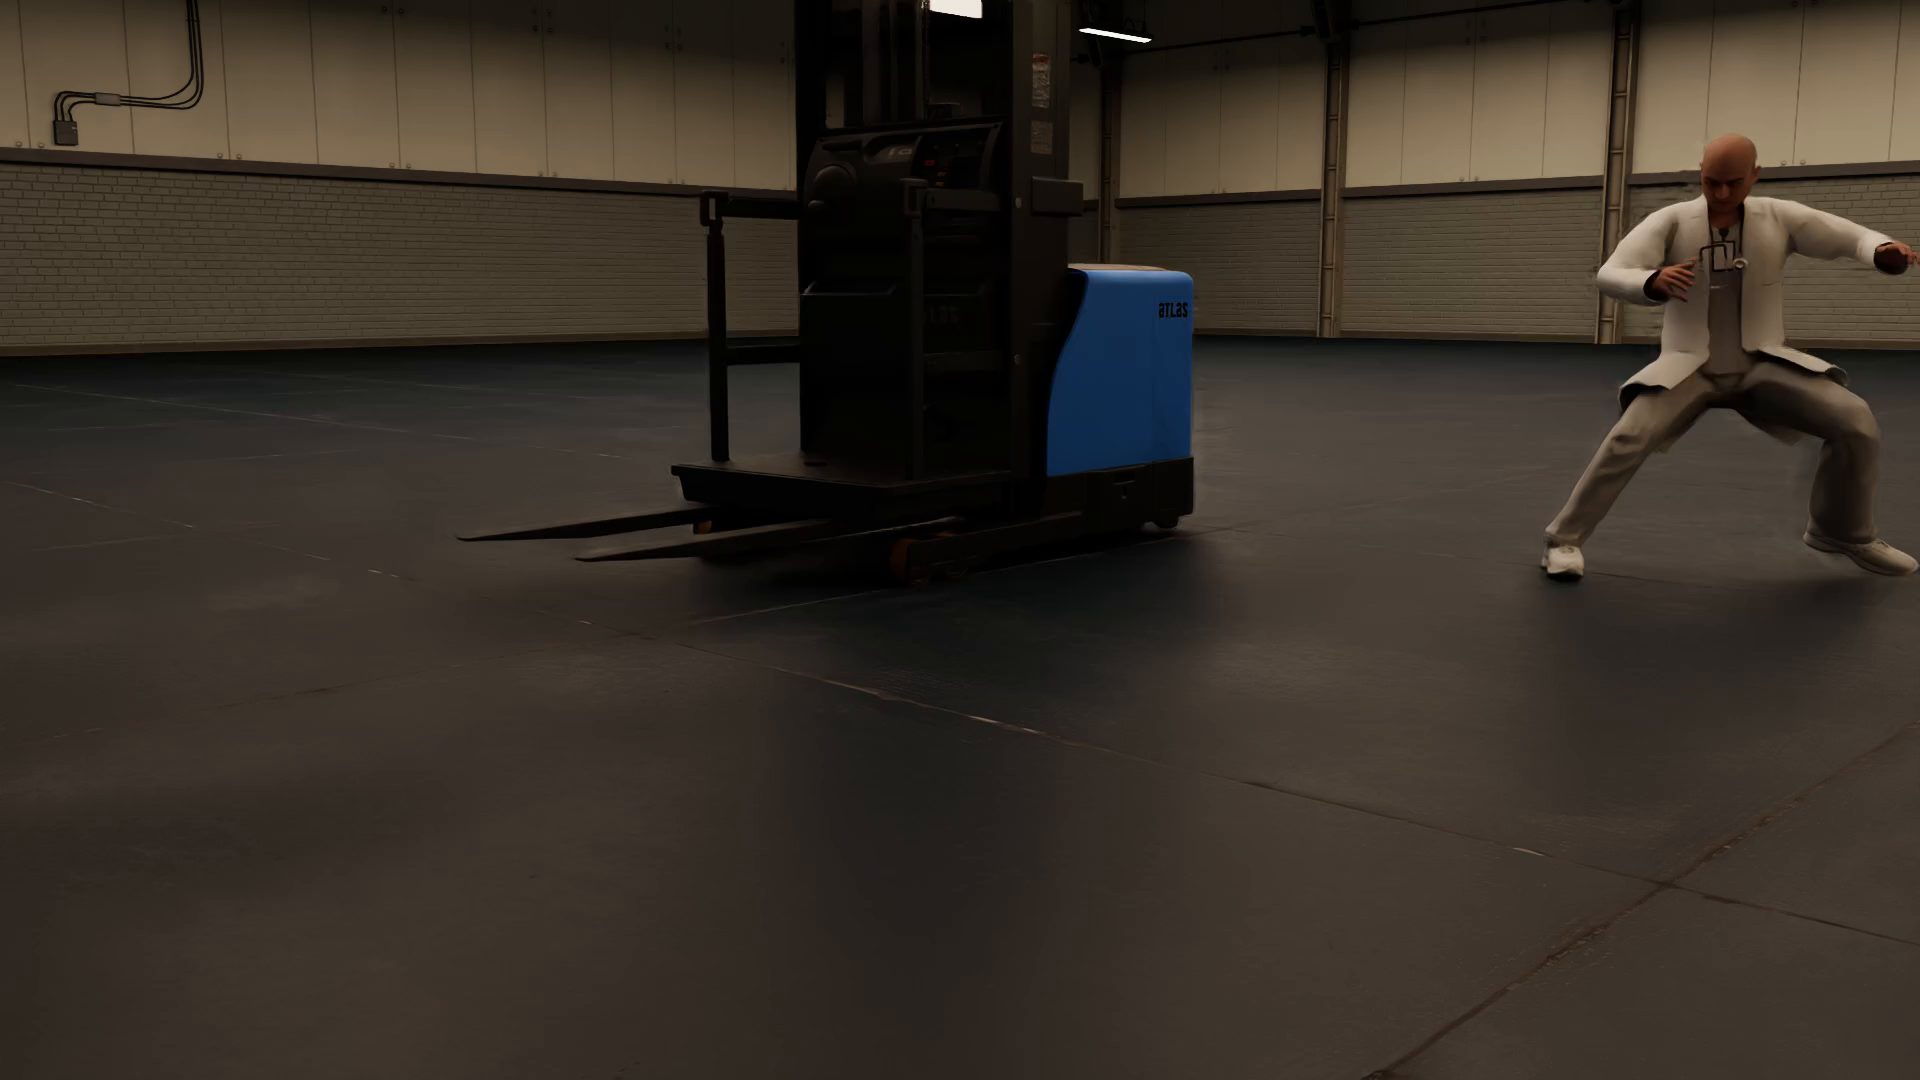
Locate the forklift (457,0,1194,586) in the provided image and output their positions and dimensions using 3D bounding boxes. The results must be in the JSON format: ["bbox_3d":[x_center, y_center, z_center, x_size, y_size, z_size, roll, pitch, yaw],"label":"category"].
[{"bbox_3d":[-0.360,-1.375,6.005,1.130,2.935,3.031,7,11,40],"label":"forklift"}]

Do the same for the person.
[{"bbox_3d":[2.686,-0.624,5.734,1.217,1.525,0.730,4,9,23],"label":"person"}]
